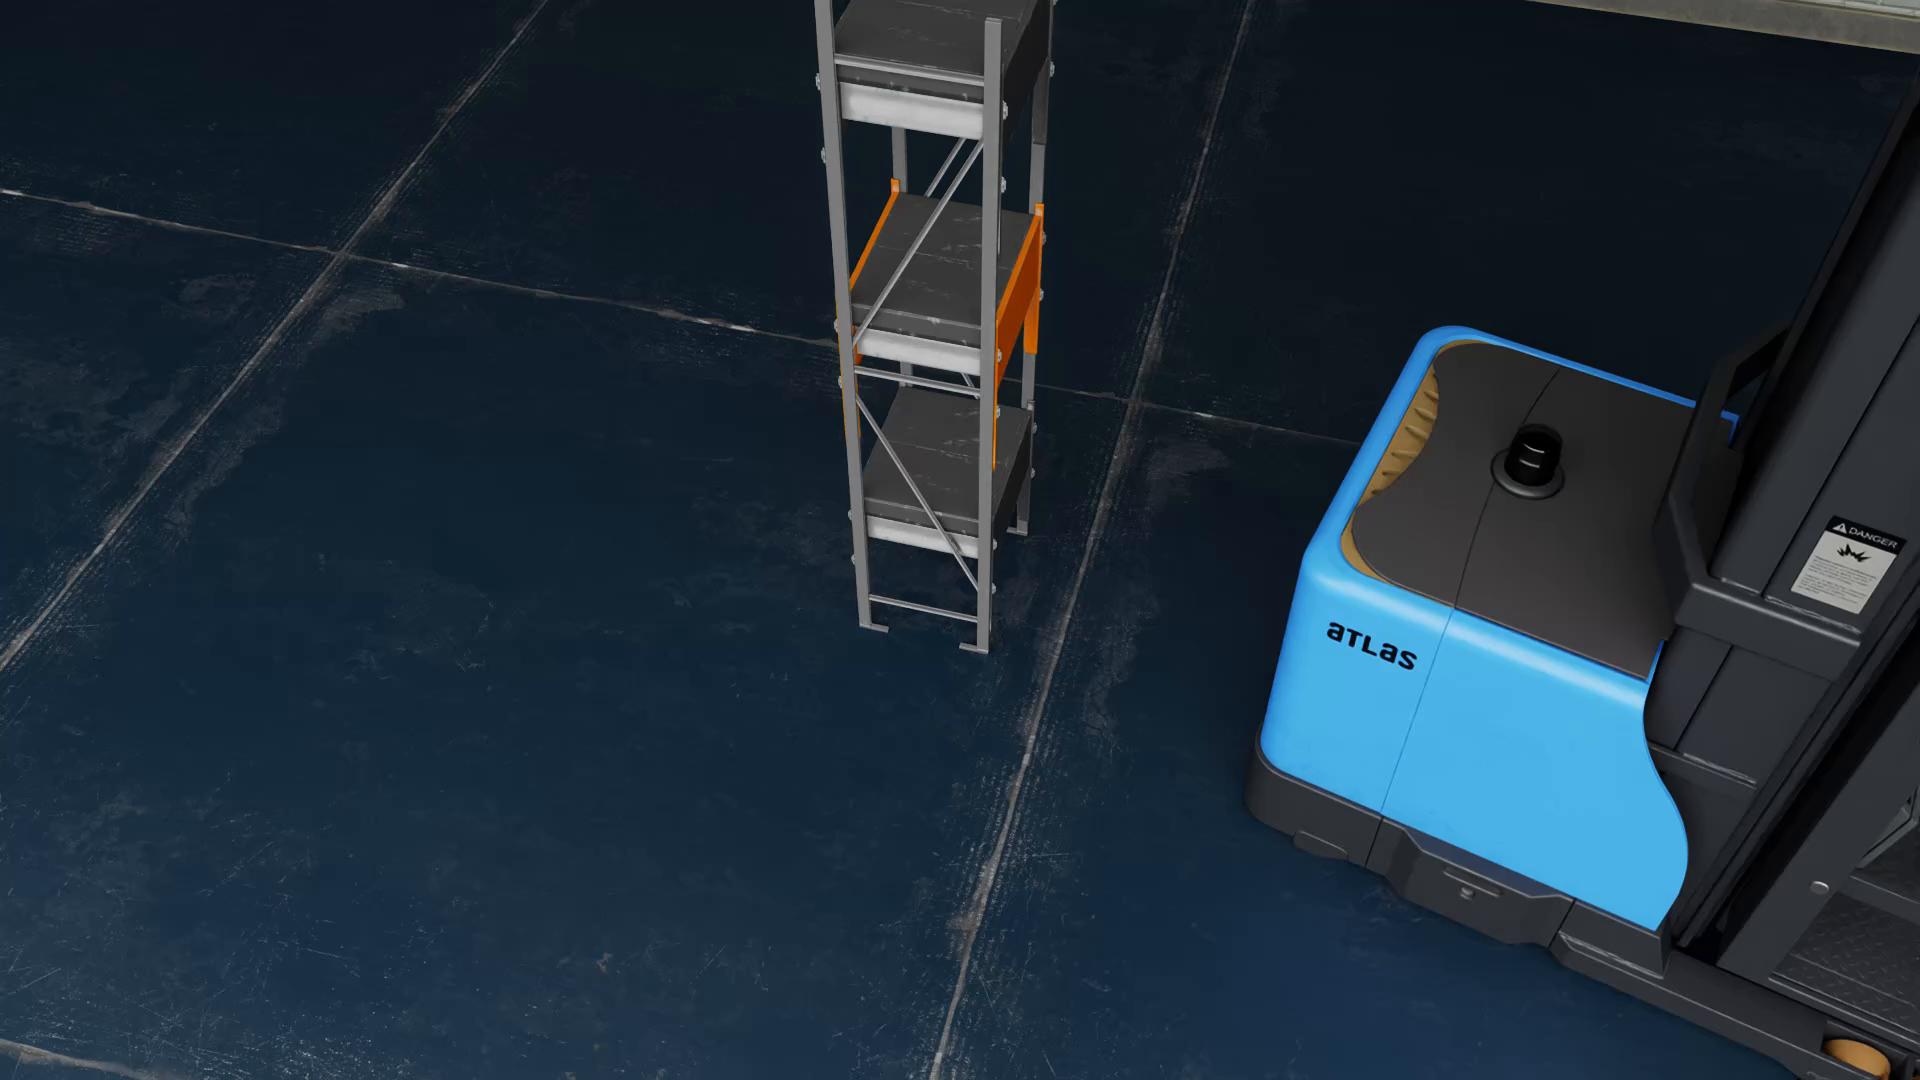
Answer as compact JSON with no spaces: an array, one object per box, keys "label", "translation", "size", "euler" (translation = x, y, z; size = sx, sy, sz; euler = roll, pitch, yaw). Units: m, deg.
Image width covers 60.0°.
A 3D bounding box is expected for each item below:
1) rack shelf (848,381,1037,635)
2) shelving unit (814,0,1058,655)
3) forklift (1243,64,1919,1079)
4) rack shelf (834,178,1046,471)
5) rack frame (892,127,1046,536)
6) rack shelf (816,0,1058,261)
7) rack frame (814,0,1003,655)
[{"label":"rack shelf","translation":[-0.044,-0.103,4.892],"size":[0.431,0.518,0.480],"euler":[12,50,10]},{"label":"shelving unit","translation":[-0.044,-0.575,4.357],"size":[0.431,2.100,0.503],"euler":[12,50,10]},{"label":"forklift","translation":[2.316,0.004,3.291],"size":[3.031,2.935,1.130],"euler":[22,52,18]},{"label":"rack shelf","translation":[-0.044,-0.566,4.367],"size":[0.431,0.518,0.480],"euler":[12,50,10]},{"label":"rack frame","translation":[0.021,-0.752,4.513],"size":[0.400,2.100,0.015],"euler":[12,50,10]},{"label":"rack shelf","translation":[-0.044,-1.029,3.842],"size":[0.431,0.518,0.480],"euler":[12,50,10]},{"label":"rack frame","translation":[-0.108,-0.399,4.201],"size":[0.400,2.100,0.015],"euler":[12,50,10]}]
